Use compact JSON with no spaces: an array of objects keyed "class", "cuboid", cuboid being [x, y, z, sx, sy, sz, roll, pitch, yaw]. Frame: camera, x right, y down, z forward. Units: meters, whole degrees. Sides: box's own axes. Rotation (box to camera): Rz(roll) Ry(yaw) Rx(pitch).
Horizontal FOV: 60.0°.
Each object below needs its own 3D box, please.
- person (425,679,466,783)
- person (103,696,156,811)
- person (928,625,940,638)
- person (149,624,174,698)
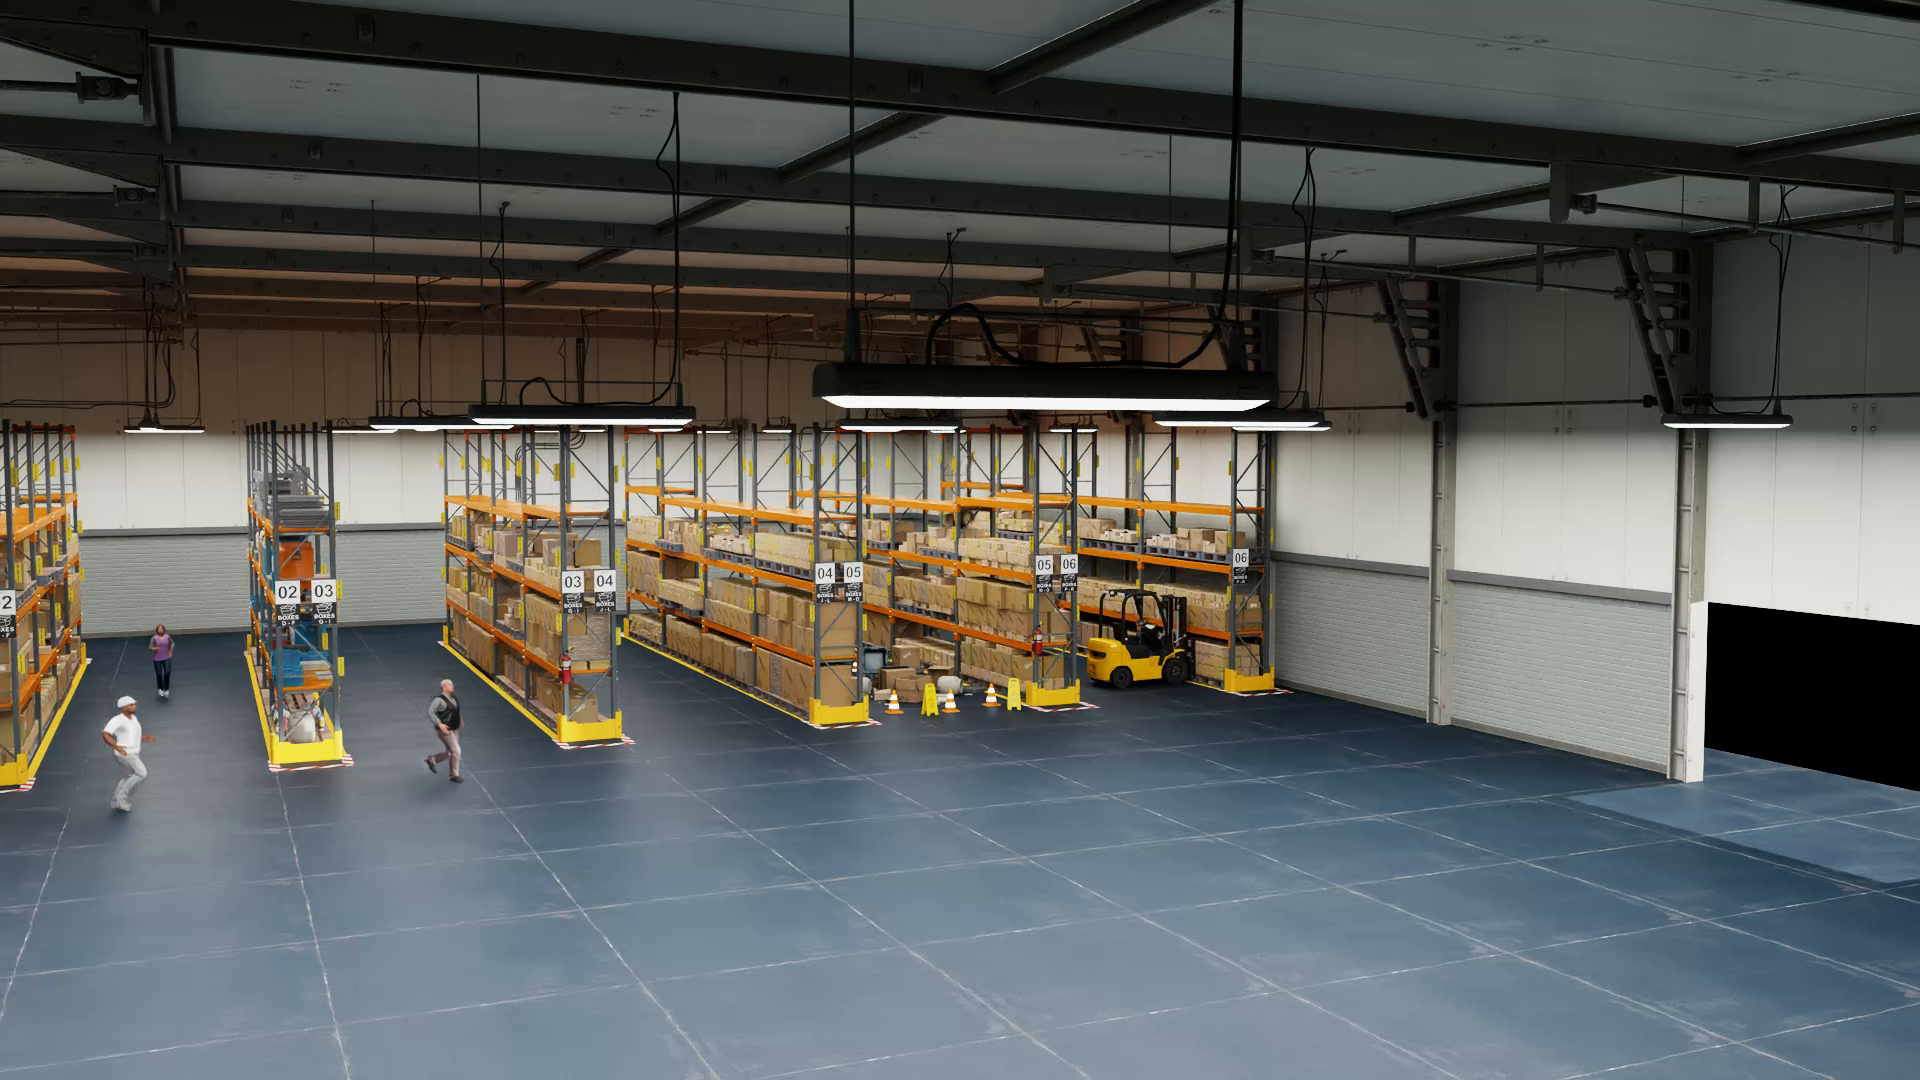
[{"class":"person","cuboid":[-8.561,3.161,27.602,0.788,1.706,0.678,1,4,12]},{"class":"person","cuboid":[-12.673,3.259,25.405,0.654,1.739,0.675,0,4,-7]},{"class":"person","cuboid":[-0.781,1.941,46.177,0.656,1.789,0.936,-2,4,-30]},{"class":"person","cuboid":[-17.458,2.652,36.388,0.514,1.631,0.653,-2,4,-29]}]
